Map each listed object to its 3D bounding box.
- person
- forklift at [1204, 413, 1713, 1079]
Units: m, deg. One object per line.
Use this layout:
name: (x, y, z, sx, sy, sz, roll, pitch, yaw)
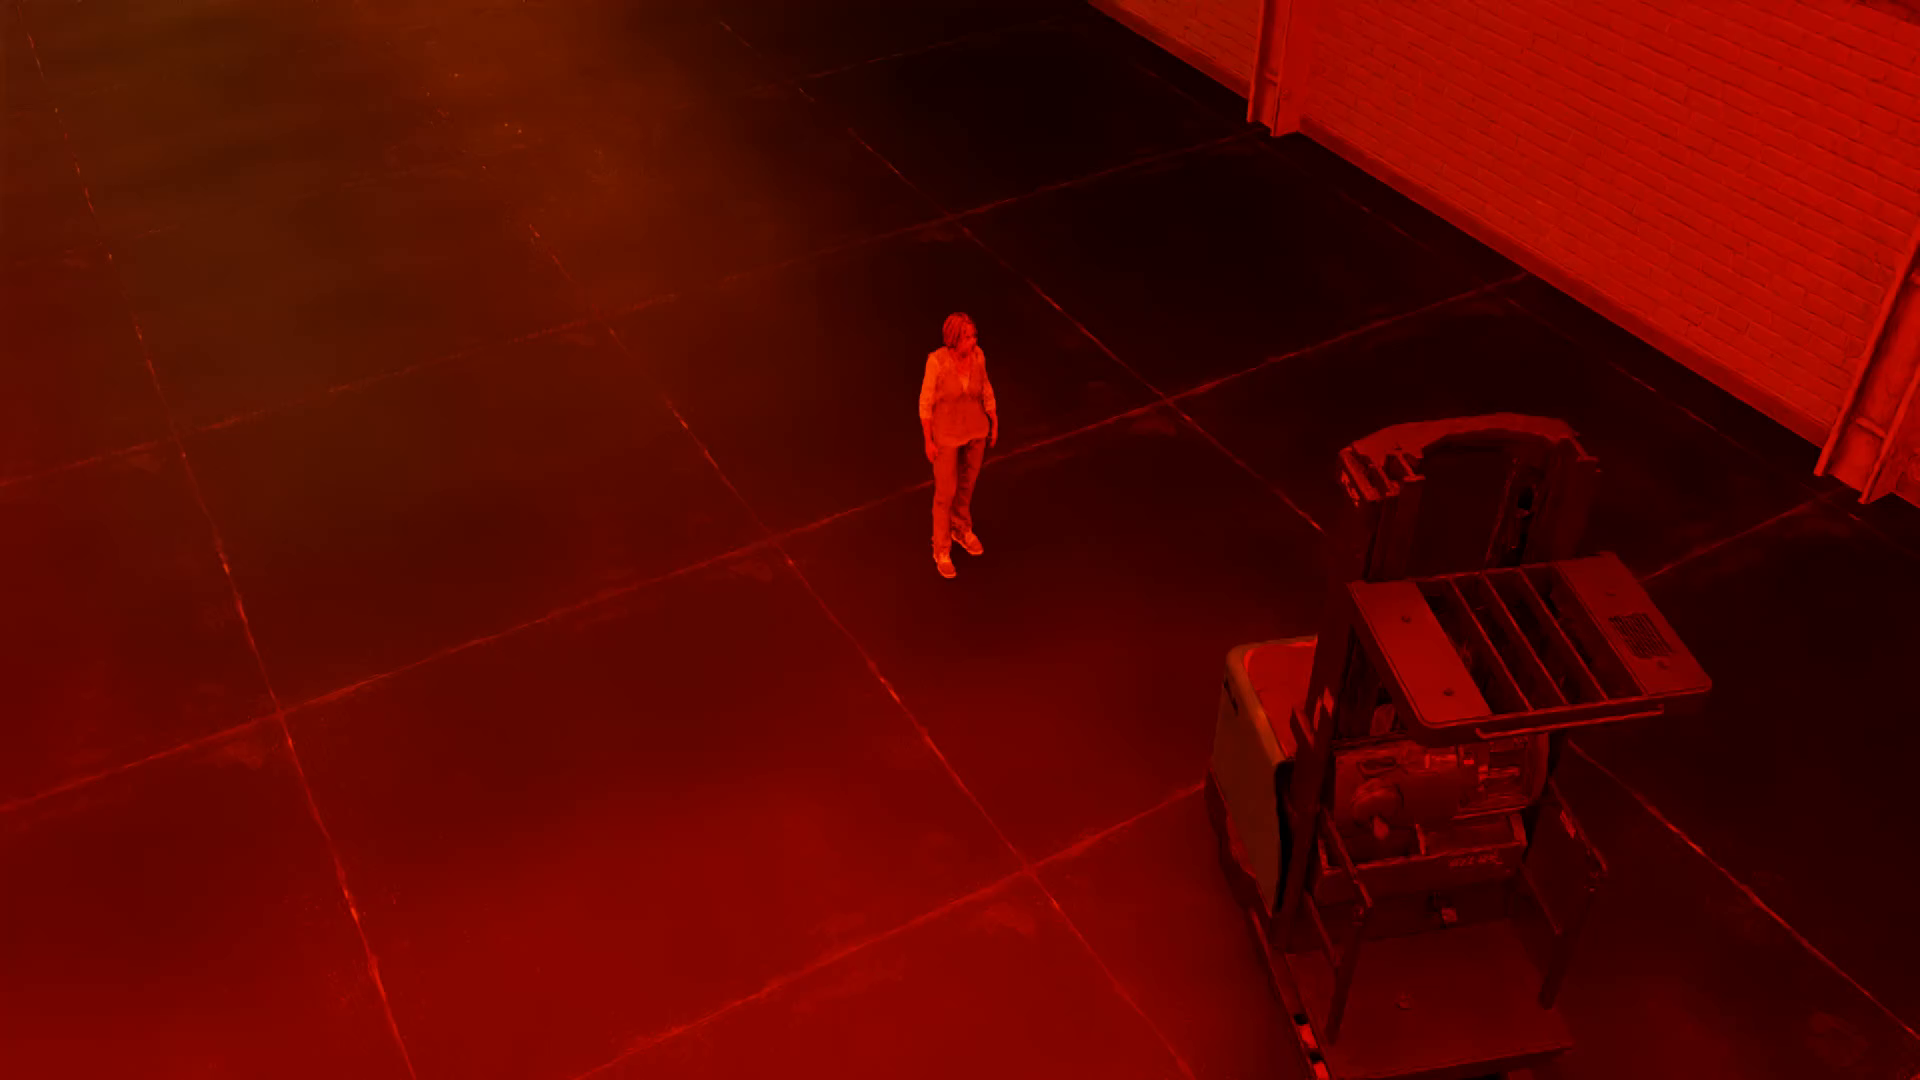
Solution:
person: (0.025, -0.575, 9.763, 0.521, 1.597, 0.474, -20, 44, -23)
forklift: (2.033, 1.080, 6.734, 1.130, 2.935, 3.031, -7, 40, -8)
